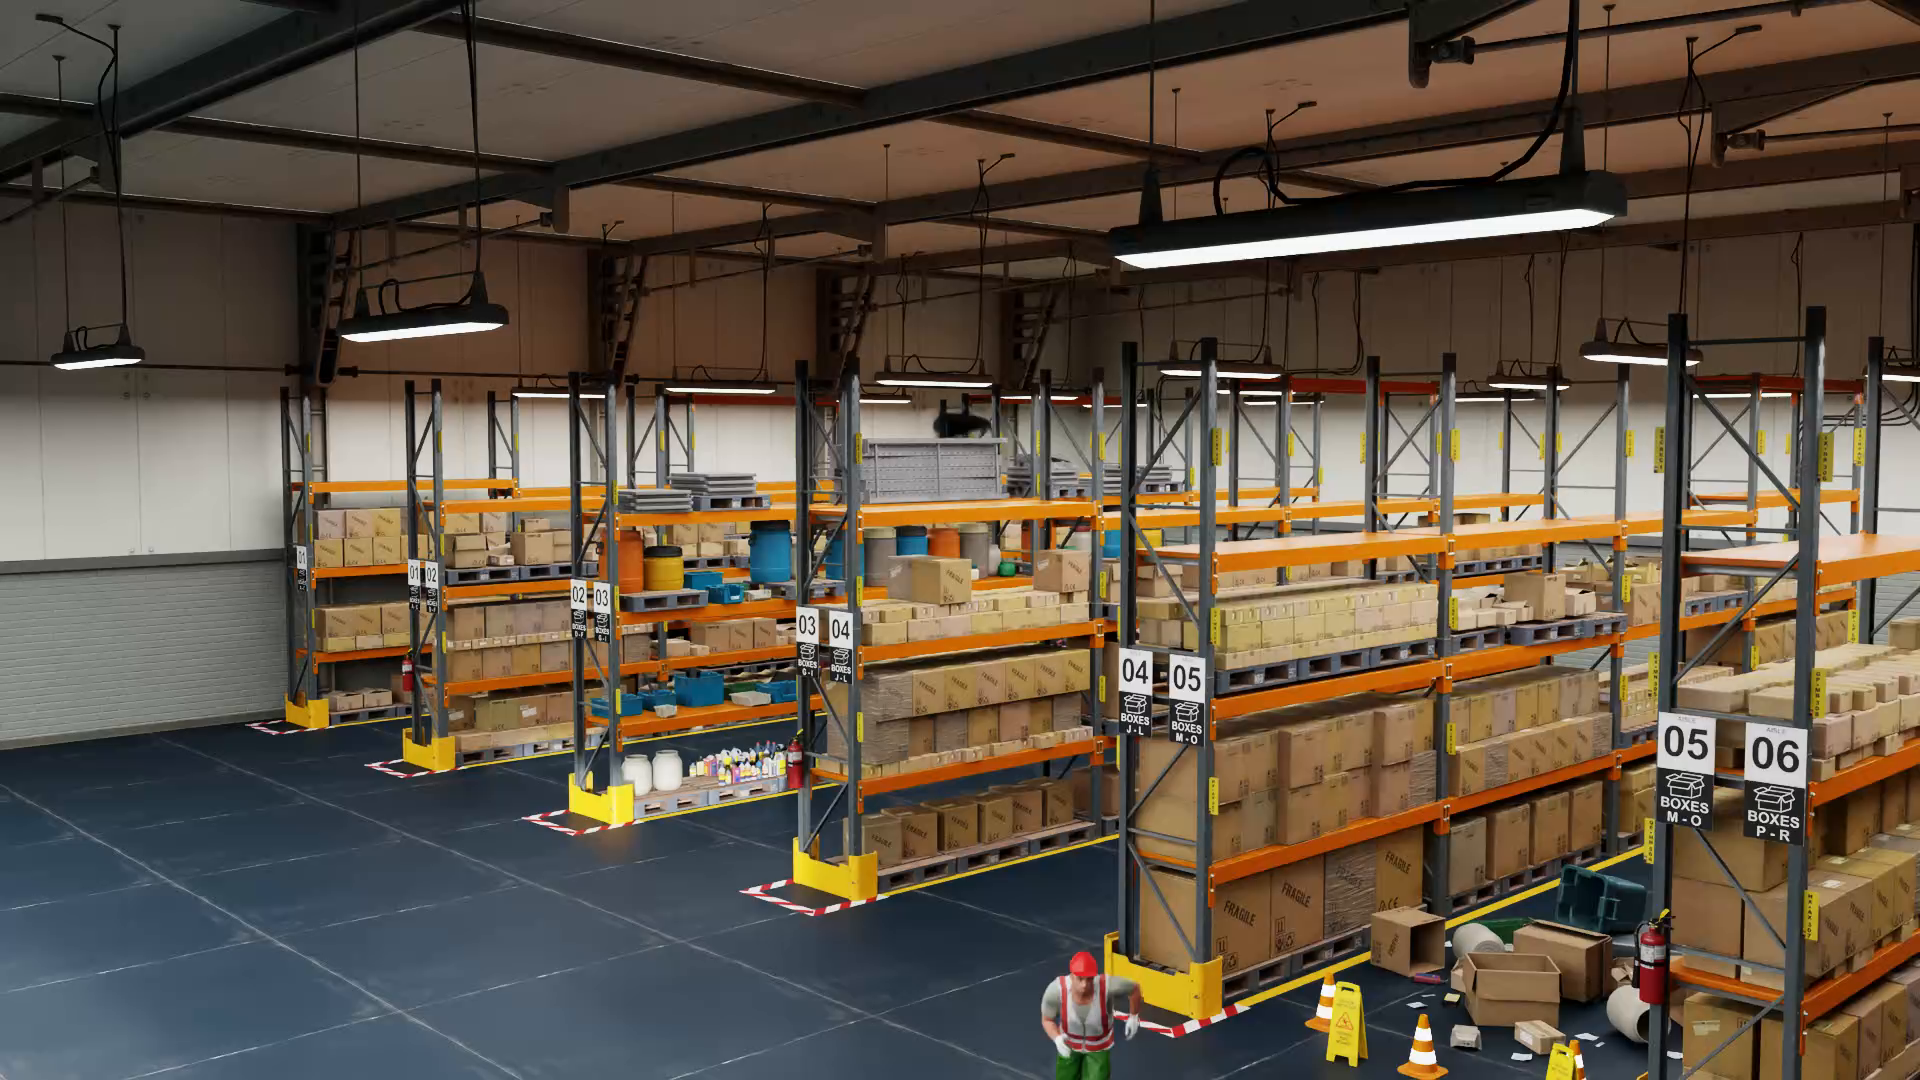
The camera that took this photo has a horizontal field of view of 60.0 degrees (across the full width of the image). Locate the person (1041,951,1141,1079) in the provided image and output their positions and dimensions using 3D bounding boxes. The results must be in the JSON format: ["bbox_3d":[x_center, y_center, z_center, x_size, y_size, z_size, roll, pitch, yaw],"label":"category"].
[{"bbox_3d":[0.921,3.616,11.692,0.696,1.601,0.828,0,4,7],"label":"person"}]

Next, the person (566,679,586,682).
[{"bbox_3d":[-6.946,2.523,29.650,0.590,1.503,0.814,2,4,34],"label":"person"}]
